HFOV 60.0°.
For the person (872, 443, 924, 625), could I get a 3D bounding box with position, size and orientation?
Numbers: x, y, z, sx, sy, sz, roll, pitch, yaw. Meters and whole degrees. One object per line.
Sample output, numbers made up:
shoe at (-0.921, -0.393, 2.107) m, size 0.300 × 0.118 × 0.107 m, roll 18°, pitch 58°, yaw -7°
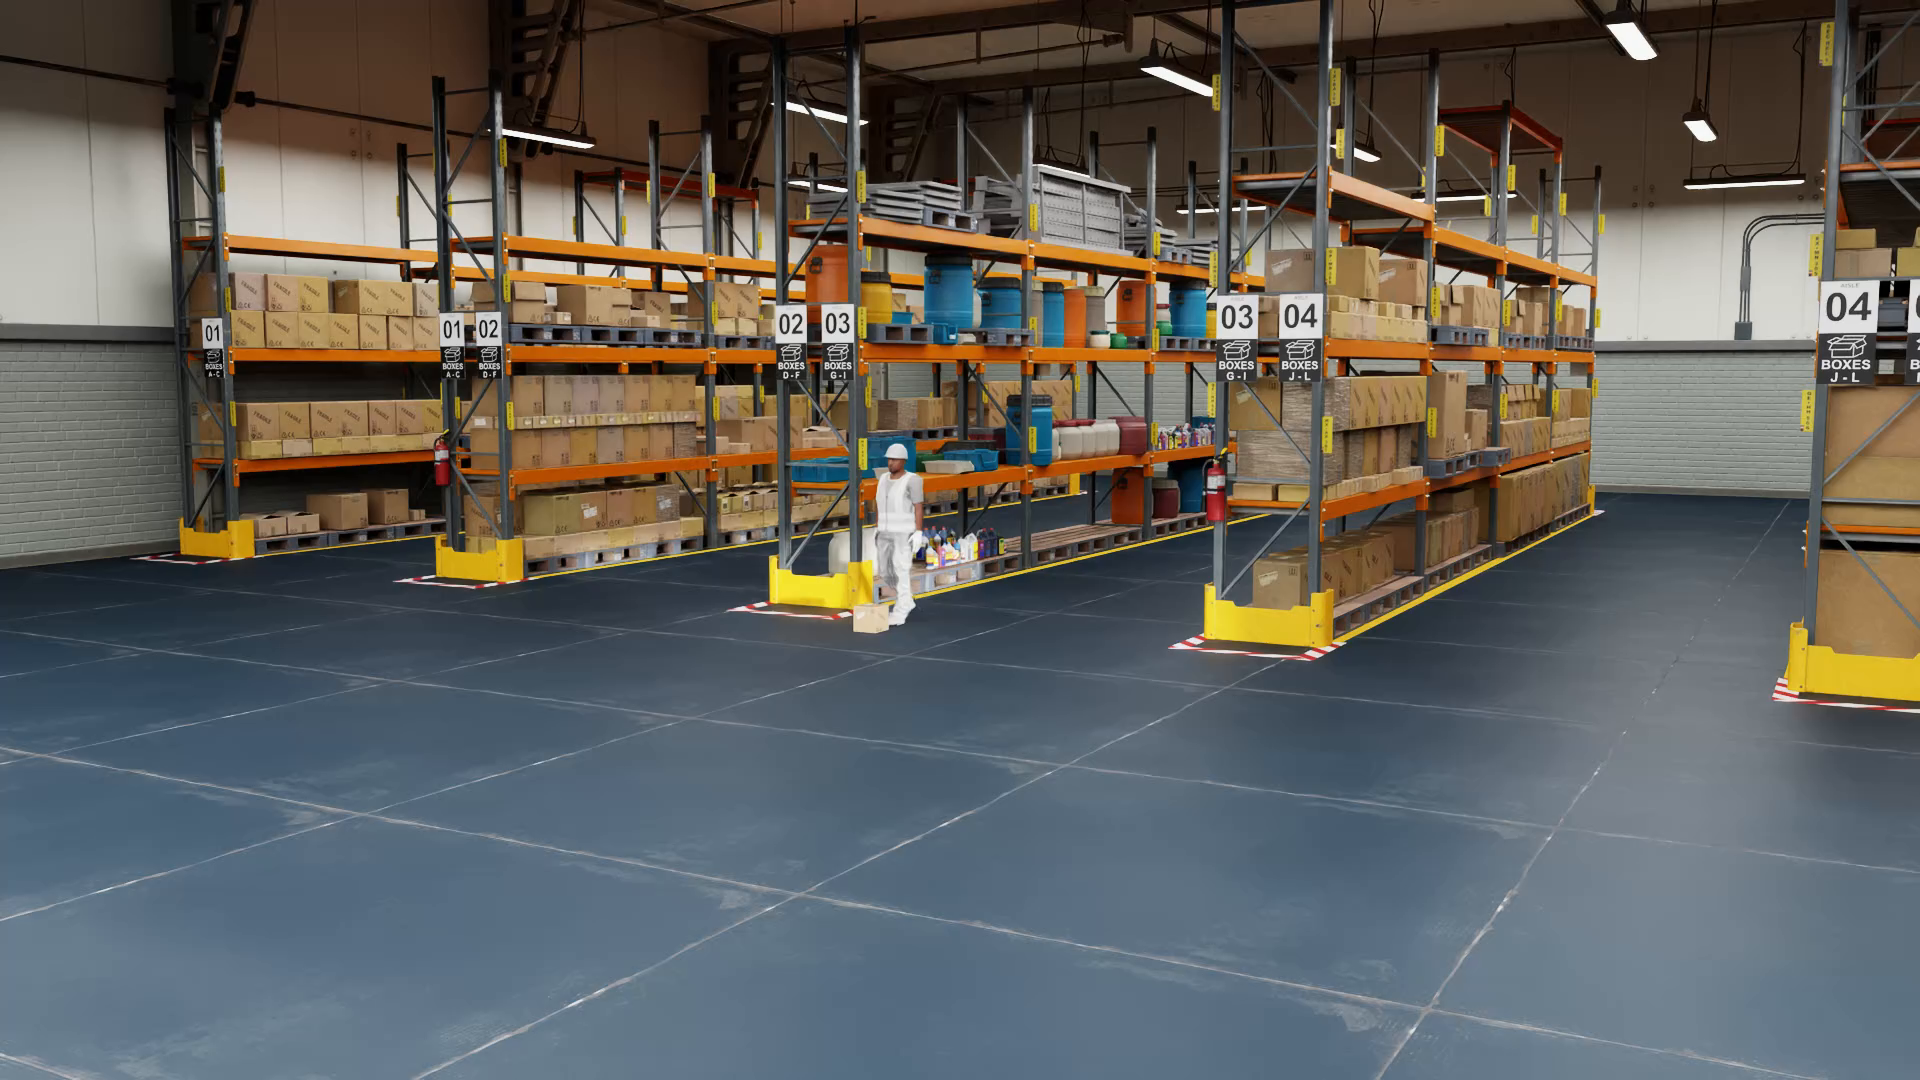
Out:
person at (-0.605, -0.063, 16.499) m, size 0.572 × 1.792 × 0.632 m, roll 5°, pitch 8°, yaw 41°
